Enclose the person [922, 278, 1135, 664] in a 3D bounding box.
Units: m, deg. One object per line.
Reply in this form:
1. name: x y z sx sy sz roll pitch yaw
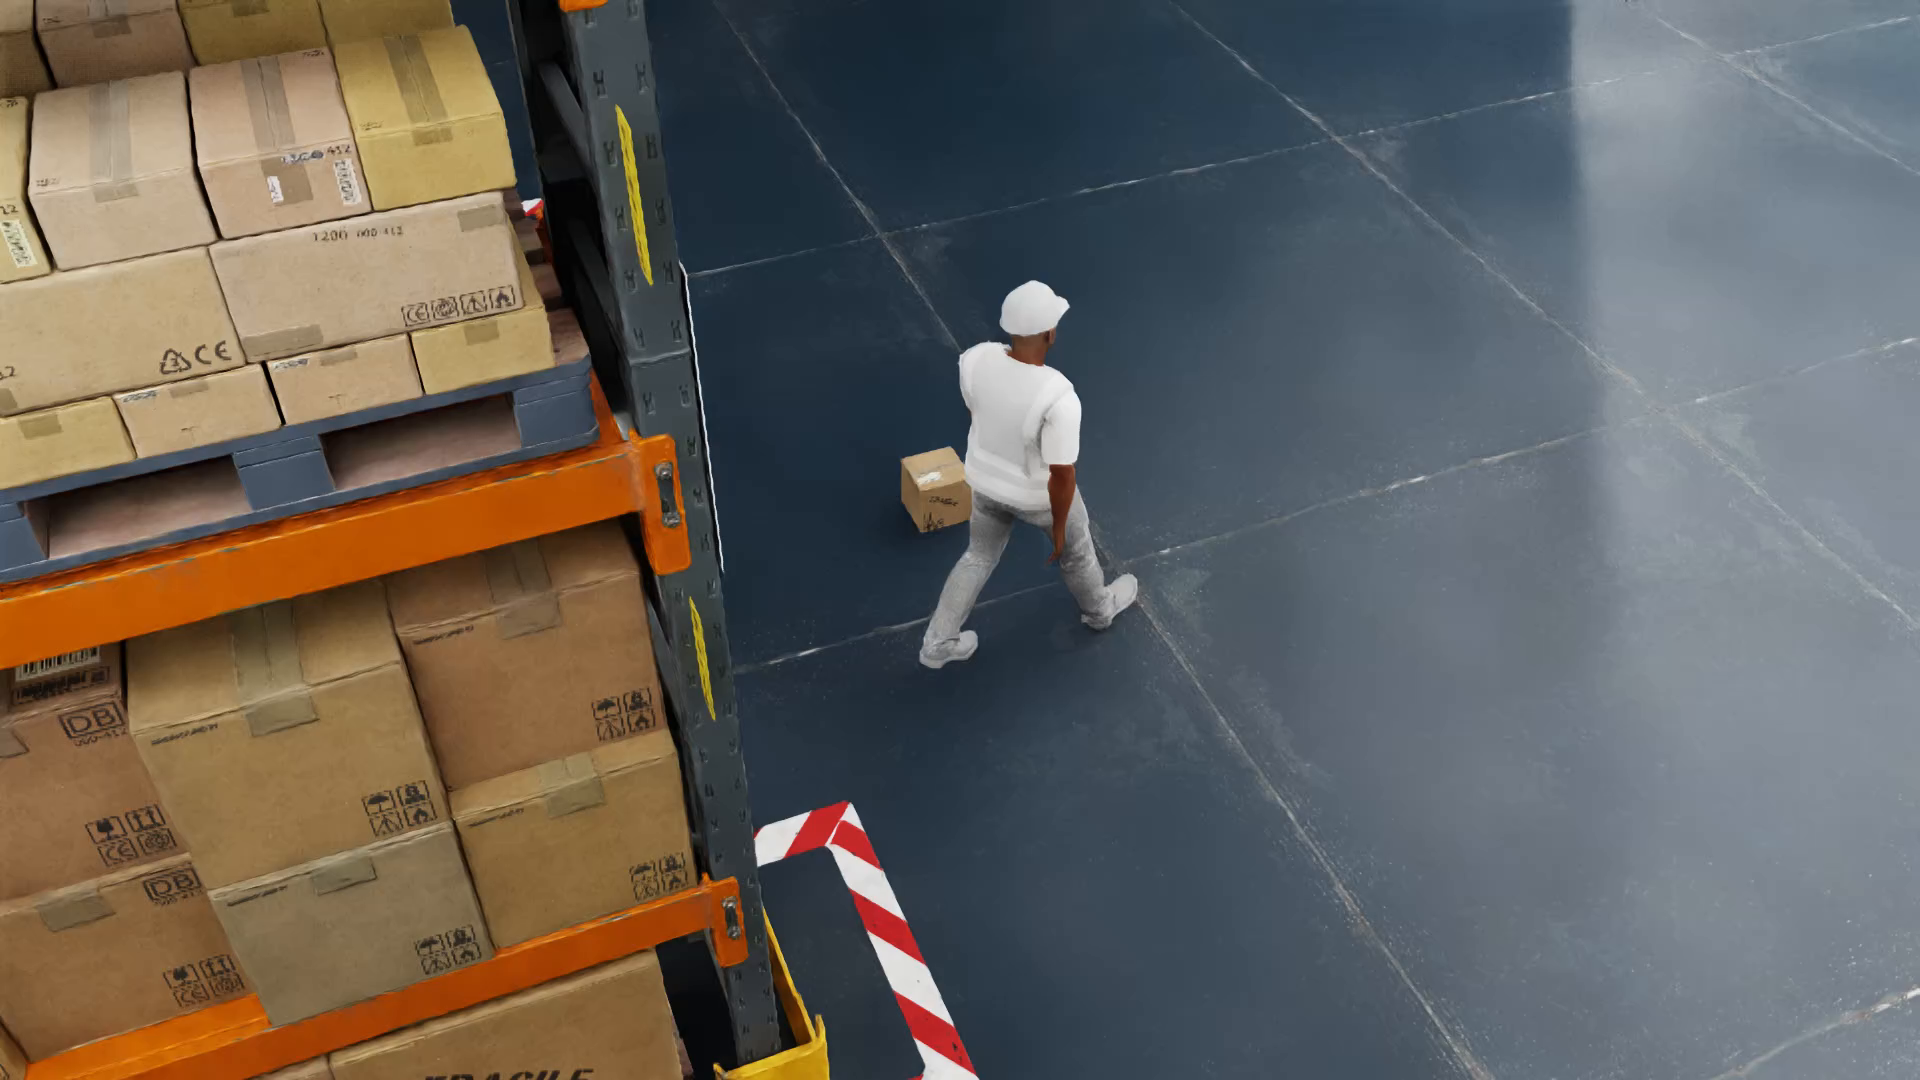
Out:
1. person: 0.278 -0.242 6.430 0.617 1.735 0.947 21 46 22
